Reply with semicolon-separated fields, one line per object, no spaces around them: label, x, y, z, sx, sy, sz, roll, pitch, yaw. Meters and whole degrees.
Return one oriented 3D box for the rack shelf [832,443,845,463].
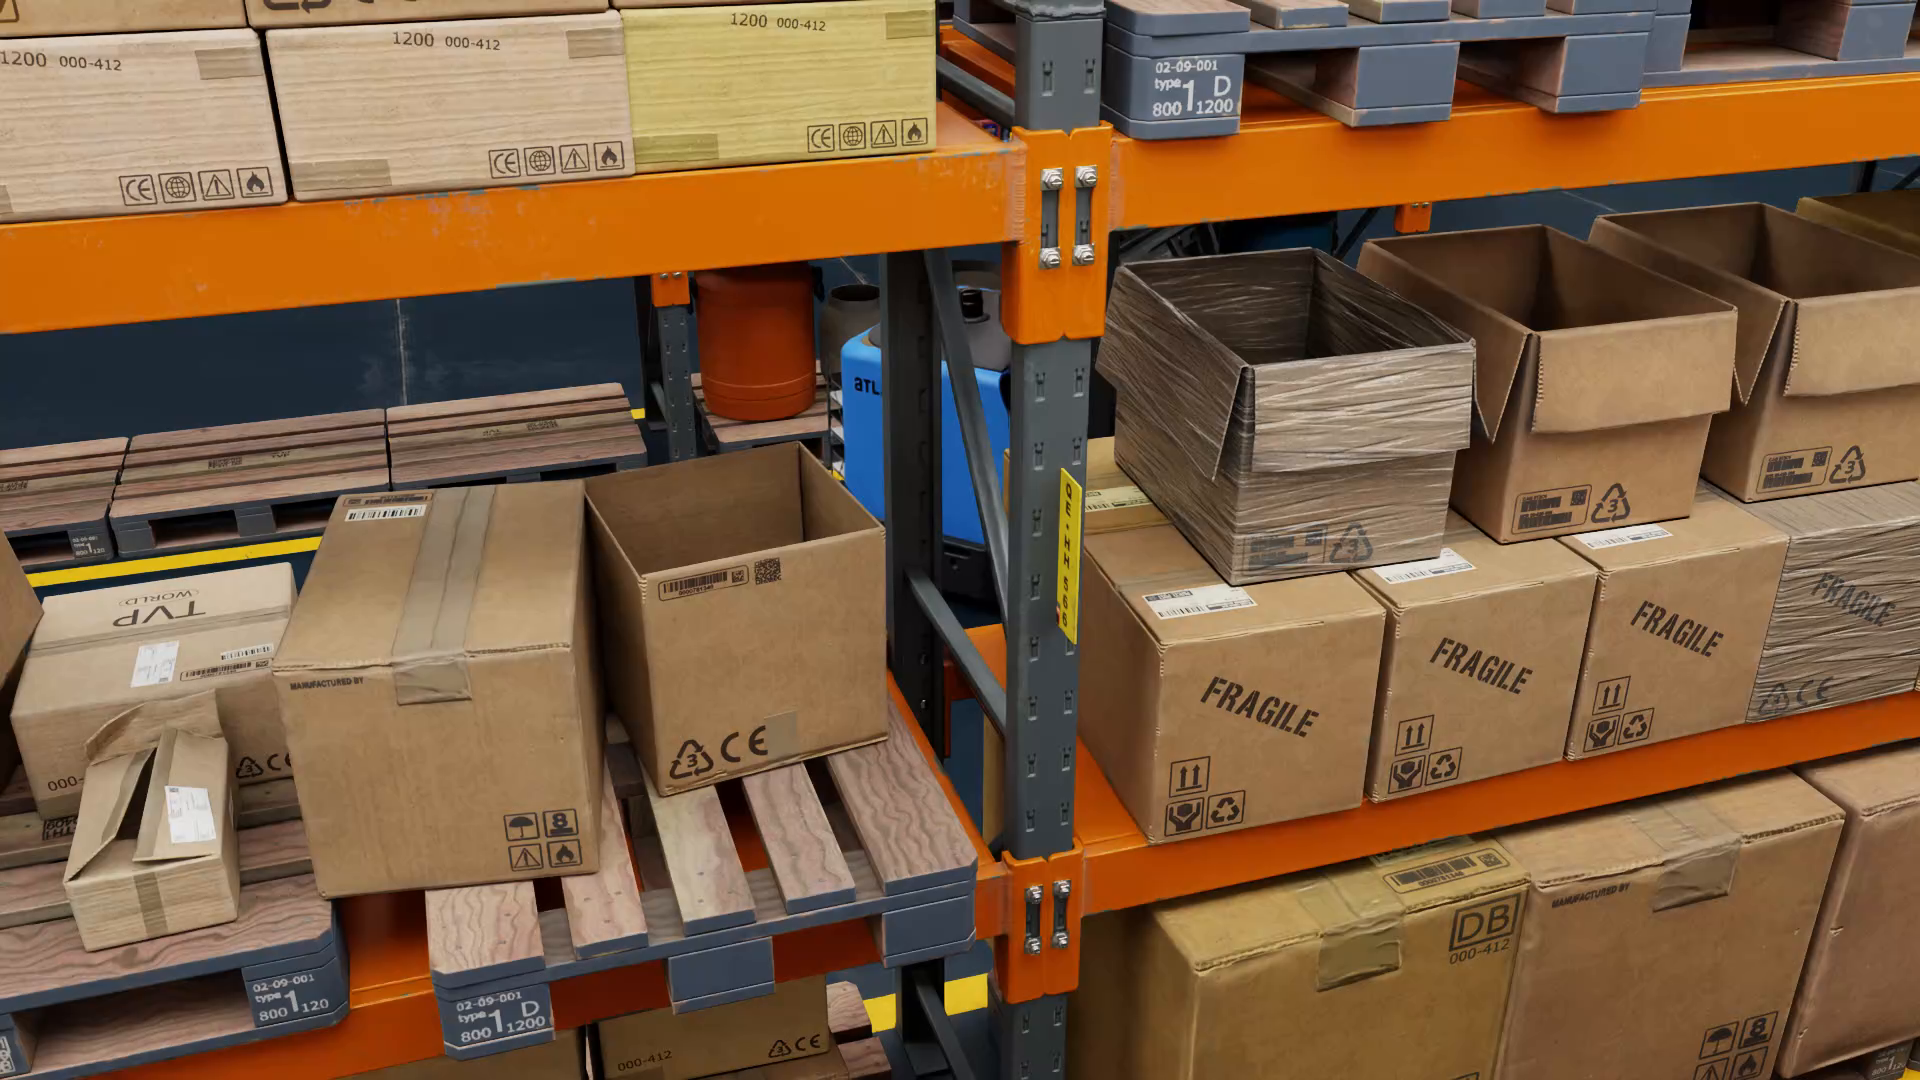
rack shelf;-0.472;-0.386;7.793;0.200;0.077;0.258;-12;29;-23

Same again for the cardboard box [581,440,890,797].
cardboard box;-0.477;0.145;3.500;0.500;0.500;0.500;-12;29;-22

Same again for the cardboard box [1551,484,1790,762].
cardboard box;1.547;0.146;3.970;0.500;0.500;0.500;-9;28;-17

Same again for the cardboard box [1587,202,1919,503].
cardboard box;1.981;-0.485;4.113;0.637;0.503;0.797;-7;27;-14

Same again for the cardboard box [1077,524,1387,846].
cardboard box;0.571;0.290;3.680;0.500;0.500;0.500;-7;27;-15

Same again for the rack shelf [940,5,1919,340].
rack shelf;1.926;-1.010;3.847;4.000;0.370;1.077;-8;28;-16

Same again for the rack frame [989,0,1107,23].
rack frame;0.024;-2.401;2.466;0.127;3.000;1.000;-8;28;-16

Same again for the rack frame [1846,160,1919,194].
rack frame;6.097;-2.909;10.237;0.127;3.000;1.000;-8;28;-16

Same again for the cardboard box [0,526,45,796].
cardboard box;-2.159;0.325;3.133;0.637;0.503;0.797;-5;27;-11

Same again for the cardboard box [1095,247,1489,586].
cardboard box;0.725;-0.301;3.743;0.637;0.503;0.797;-7;27;-14

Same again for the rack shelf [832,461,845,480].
rack shelf;-0.472;-0.306;7.833;0.200;0.077;0.258;-12;29;-23

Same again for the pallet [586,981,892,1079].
pallet;-0.719;1.643;4.204;1.213;0.211;1.003;-8;28;-16

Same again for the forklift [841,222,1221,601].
forklift;1.019;-1.046;6.560;3.031;2.935;1.130;14;30;26

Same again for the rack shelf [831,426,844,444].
rack shelf;-0.472;-0.467;7.753;0.200;0.077;0.258;-12;29;-23

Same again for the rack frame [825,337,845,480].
rack frame;-0.563;-0.477;7.699;0.006;0.900;0.240;-12;29;-23

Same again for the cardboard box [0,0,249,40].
cardboard box;-1.311;-1.017;2.378;0.500;0.500;0.500;-8;27;-15

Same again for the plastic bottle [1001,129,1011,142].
plastic bottle;0.299;-1.966;8.391;0.185;0.351;0.144;-8;28;-16

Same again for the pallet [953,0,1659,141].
pallet;0.620;-1.083;3.398;1.003;0.211;1.213;-7;27;-14

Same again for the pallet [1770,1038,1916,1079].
pallet;1.955;1.292;4.909;1.213;0.211;1.003;-8;28;-16

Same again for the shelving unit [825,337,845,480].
shelving unit;-0.472;-0.497;7.738;0.210;0.900;0.258;-12;29;-23

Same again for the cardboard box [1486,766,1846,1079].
cardboard box;1.537;0.844;4.593;0.875;0.875;1.225;-8;28;-16

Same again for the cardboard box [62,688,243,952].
cardboard box;-1.478;0.502;3.044;0.258;0.266;0.396;-9;28;-18

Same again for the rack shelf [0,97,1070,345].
rack shelf;-1.877;-0.459;2.738;4.000;0.370;1.077;-8;28;-16

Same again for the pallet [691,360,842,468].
pallet;-0.773;-0.685;8.892;1.213;0.211;1.003;-8;28;-16

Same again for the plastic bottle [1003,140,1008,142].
plastic bottle;0.219;-1.836;8.220;0.097;0.271;0.097;0;26;0

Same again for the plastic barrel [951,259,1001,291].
plastic barrel;0.024;-1.146;8.924;0.708;0.588;0.600;-8;28;-16

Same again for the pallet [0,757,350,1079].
pallet;-1.845;0.662;3.258;1.213;0.211;1.003;-8;28;-16

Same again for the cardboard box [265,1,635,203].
cardboard box;-0.819;-0.747;2.676;0.500;0.250;0.500;-8;28;-16

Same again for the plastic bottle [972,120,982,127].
plastic bottle;0.050;-2.113;8.765;0.133;0.283;0.061;-8;28;-16

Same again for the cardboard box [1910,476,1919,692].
cardboard box;2.500;0.011;4.242;0.500;0.500;0.500;-9;28;-17

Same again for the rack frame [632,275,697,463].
rack frame;-1.509;-1.808;8.018;0.127;3.000;1.000;-8;28;-16

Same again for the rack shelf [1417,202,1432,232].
rack shelf;4.196;-2.312;9.842;4.000;0.370;1.077;-8;28;-16

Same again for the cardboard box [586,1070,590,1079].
cardboard box;-1.130;1.392;3.890;0.500;0.500;0.700;-11;28;-20

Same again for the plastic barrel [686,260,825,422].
plastic barrel;-1.049;-1.098;8.557;0.708;0.830;0.600;-8;28;-16

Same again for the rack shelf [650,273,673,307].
rack shelf;-3.411;-1.210;7.623;4.000;0.370;1.077;-8;28;-16

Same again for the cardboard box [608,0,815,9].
cardboard box;-0.352;-1.154;2.654;0.500;0.500;0.500;-8;27;-15

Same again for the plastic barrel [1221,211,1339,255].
plastic barrel;1.771;-1.539;9.364;0.708;0.901;0.600;-8;28;-16

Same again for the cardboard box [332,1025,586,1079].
cardboard box;-1.105;1.056;3.724;0.500;0.250;0.500;-5;27;-10

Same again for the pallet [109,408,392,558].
pallet;-3.416;-0.302;8.121;1.213;0.211;1.003;-8;28;-16
